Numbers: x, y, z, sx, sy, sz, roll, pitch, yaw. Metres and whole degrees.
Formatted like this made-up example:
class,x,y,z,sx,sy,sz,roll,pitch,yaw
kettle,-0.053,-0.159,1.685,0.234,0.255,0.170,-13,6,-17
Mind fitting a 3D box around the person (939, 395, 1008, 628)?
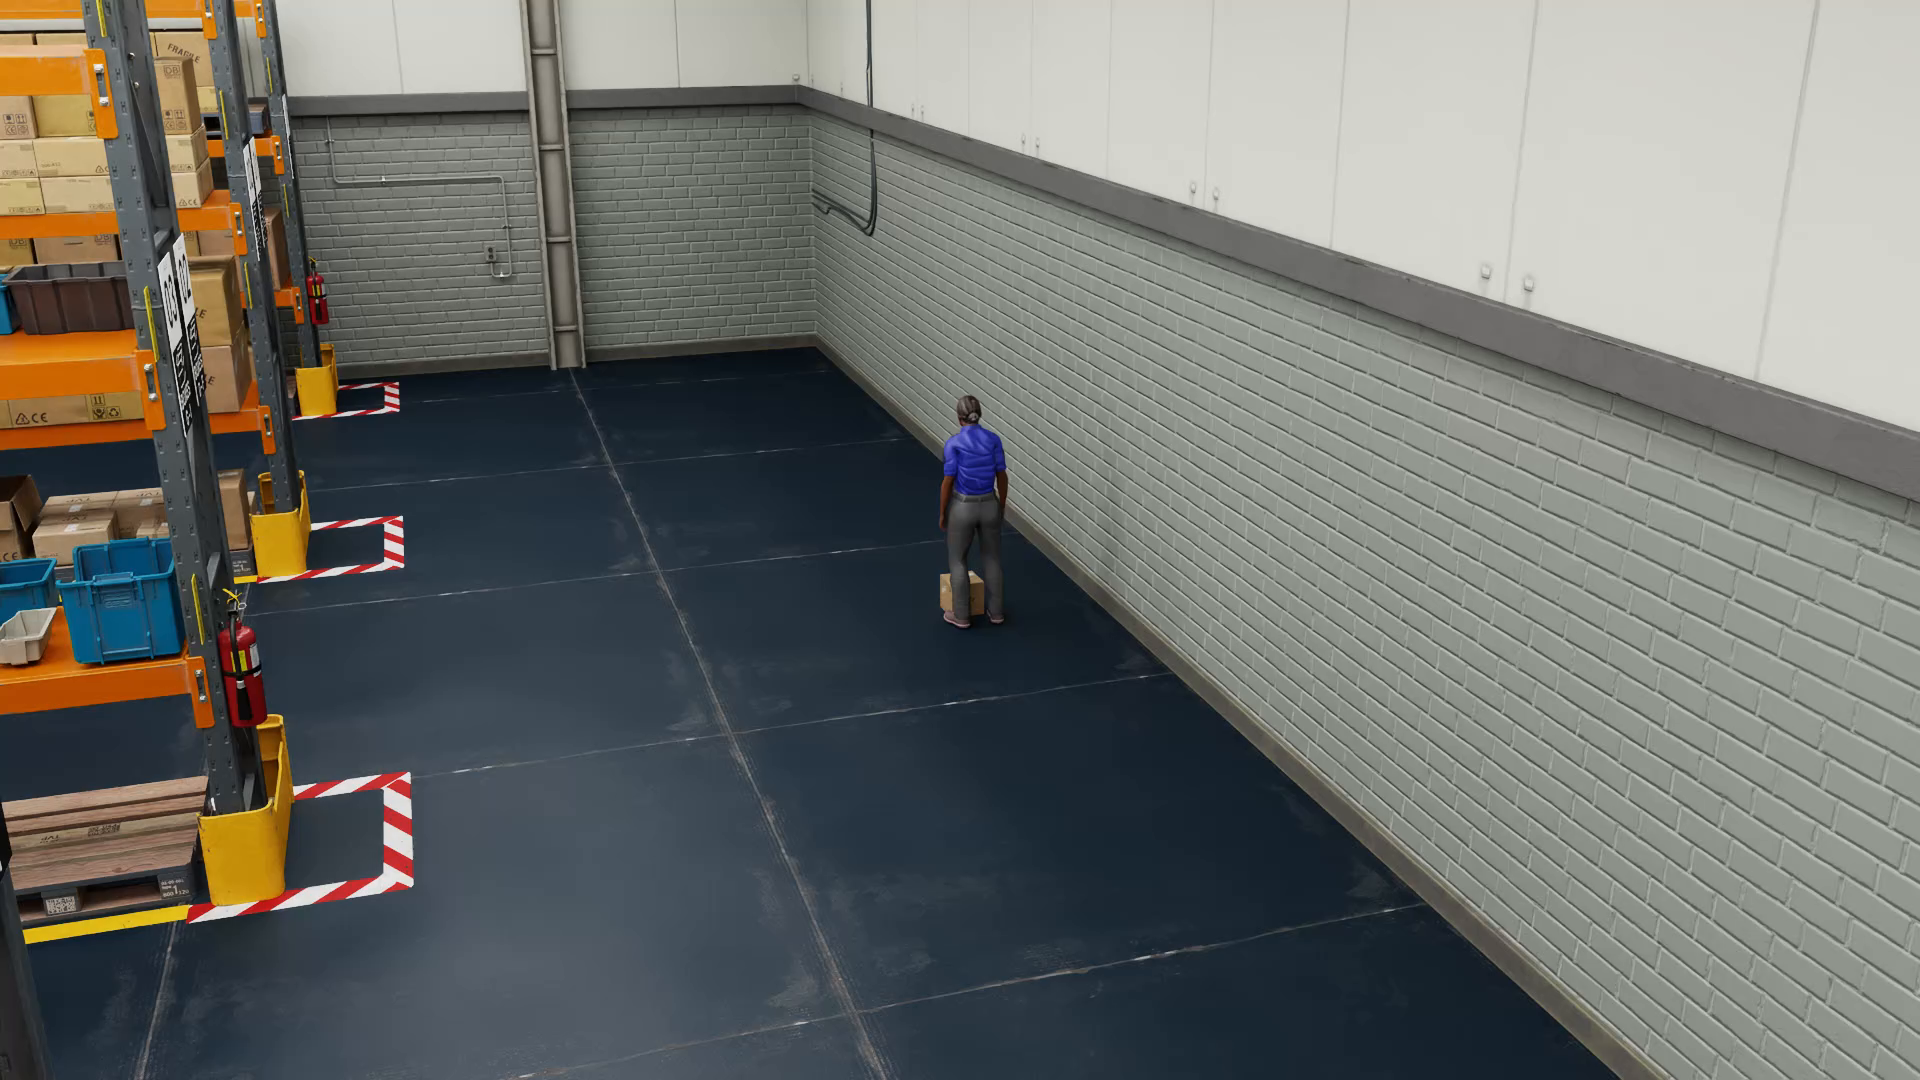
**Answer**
class,x,y,z,sx,sy,sz,roll,pitch,yaw
person,0.099,-0.196,11.632,0.506,1.655,0.347,-6,20,-17
